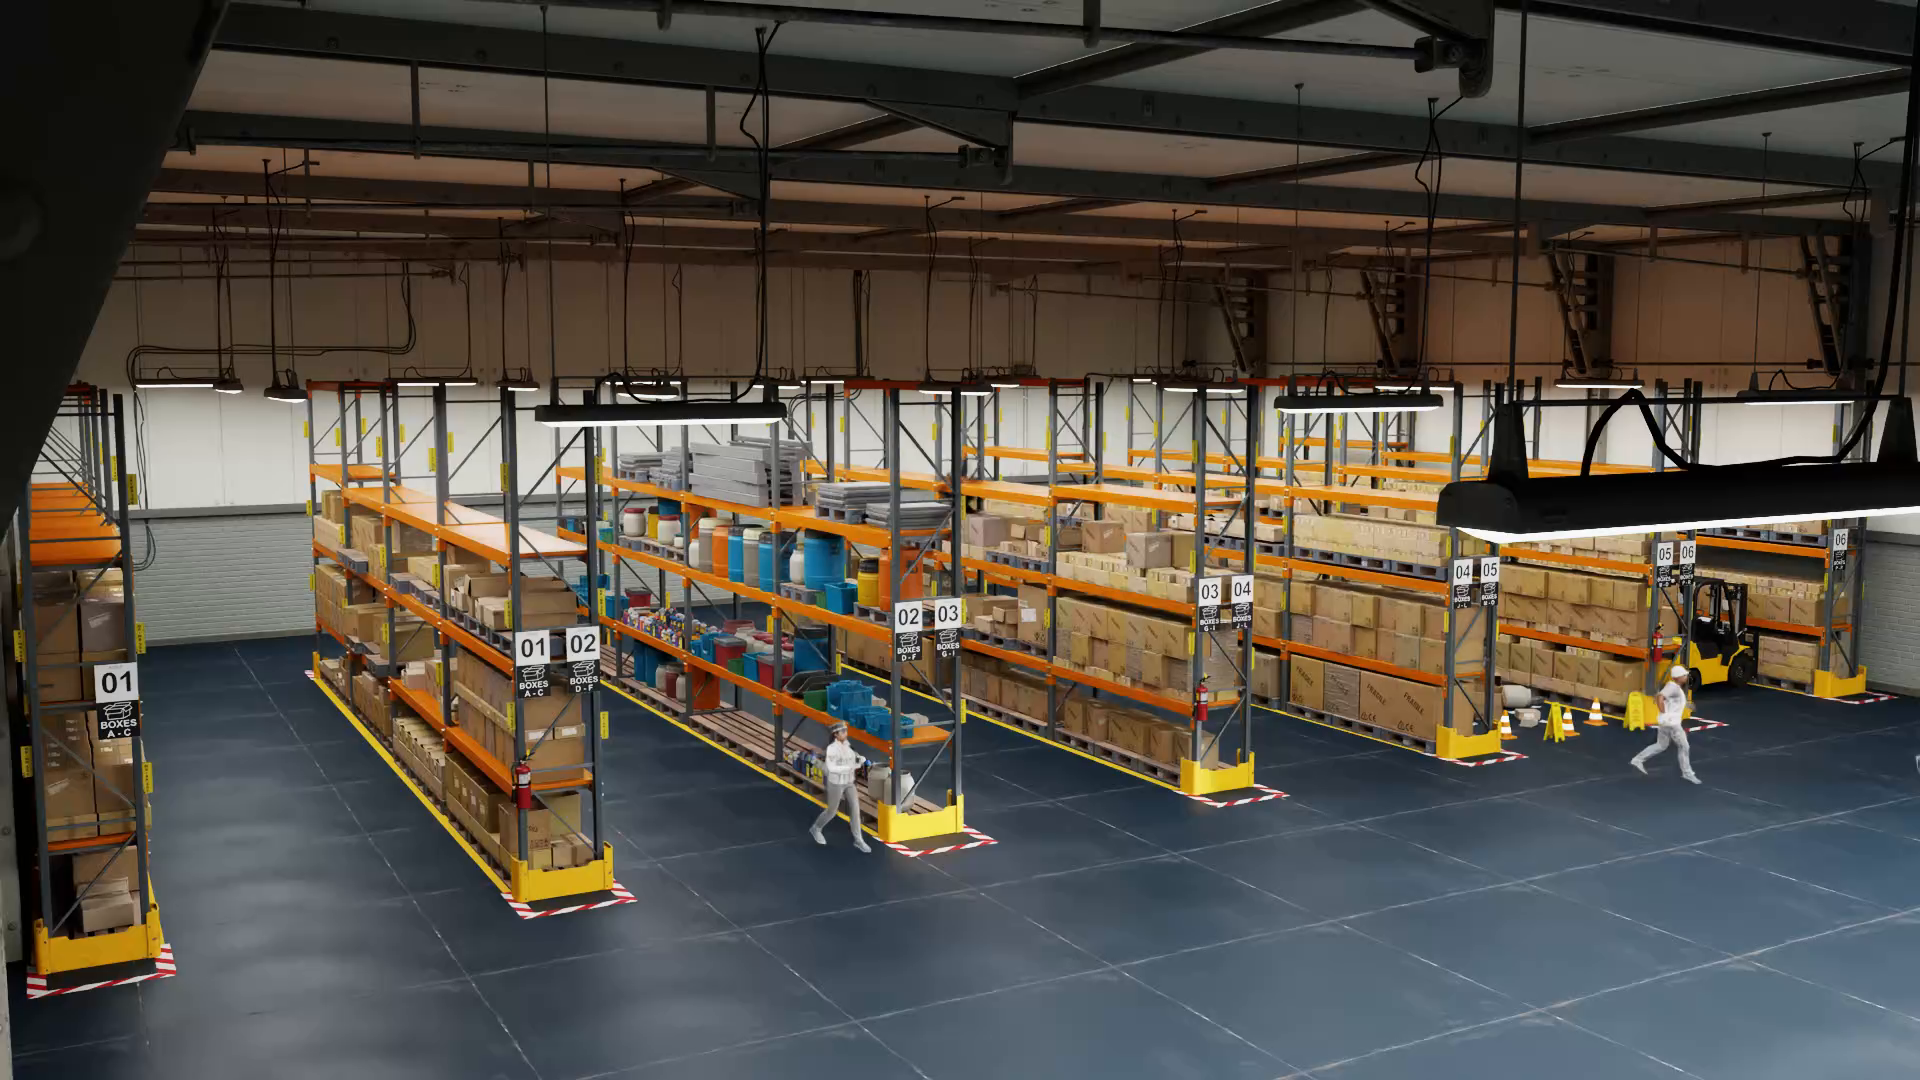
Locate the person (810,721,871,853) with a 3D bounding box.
[{"bbox_3d":[-1.547,3.173,21.599,0.913,1.688,0.608,4,7,35],"label":"person"}]

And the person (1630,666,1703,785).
[{"bbox_3d":[10.697,2.777,25.113,1.033,1.798,0.711,2,6,17],"label":"person"}]
